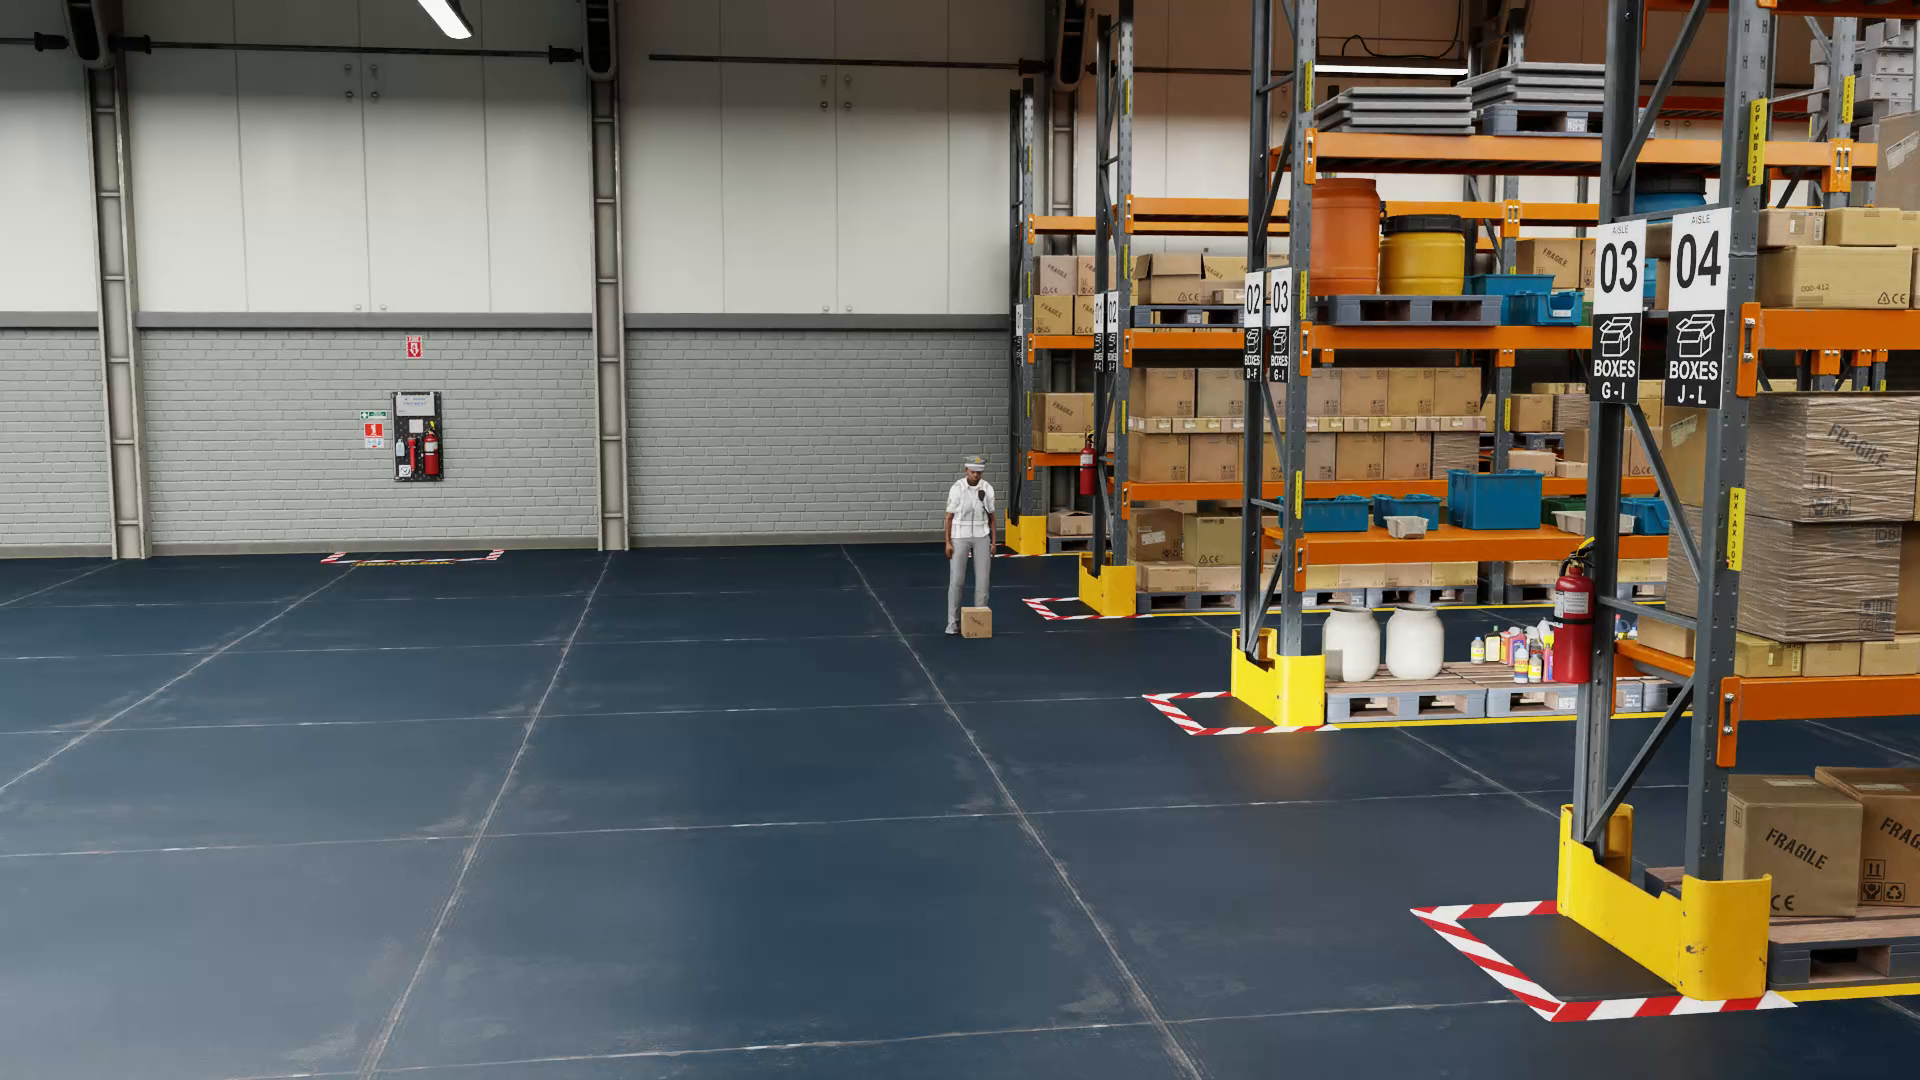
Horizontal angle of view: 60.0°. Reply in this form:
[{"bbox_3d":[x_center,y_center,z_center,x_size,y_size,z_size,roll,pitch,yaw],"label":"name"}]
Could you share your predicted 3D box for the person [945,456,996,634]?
[{"bbox_3d":[0.100,0.038,15.521,0.504,1.657,0.423,-1,7,-10],"label":"person"}]
